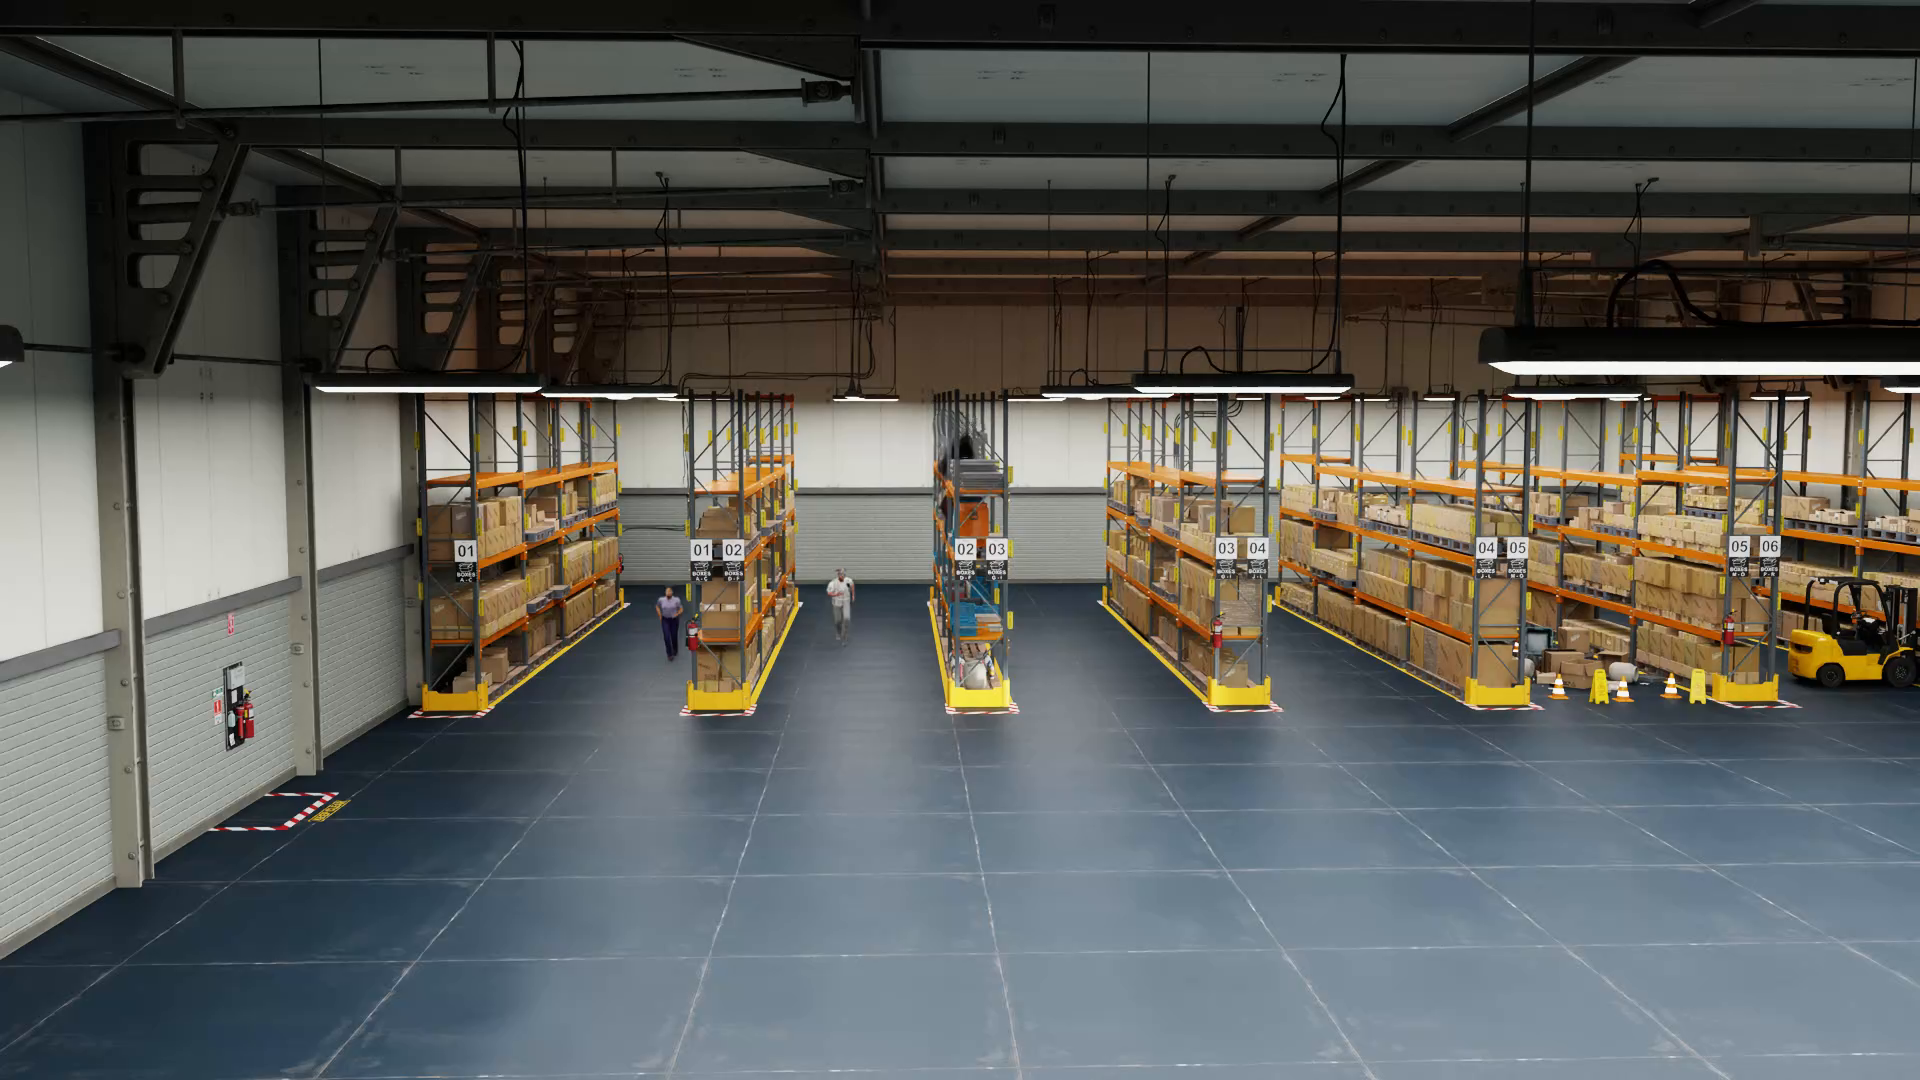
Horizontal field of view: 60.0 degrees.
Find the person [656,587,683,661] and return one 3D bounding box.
[{"bbox_3d":[-6.531,1.860,37.405,0.614,1.643,0.774,-1,5,-7],"label":"person"}]

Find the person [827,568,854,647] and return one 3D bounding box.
[{"bbox_3d":[-2.760,1.530,38.615,0.686,1.819,0.881,-1,5,-15],"label":"person"}]
